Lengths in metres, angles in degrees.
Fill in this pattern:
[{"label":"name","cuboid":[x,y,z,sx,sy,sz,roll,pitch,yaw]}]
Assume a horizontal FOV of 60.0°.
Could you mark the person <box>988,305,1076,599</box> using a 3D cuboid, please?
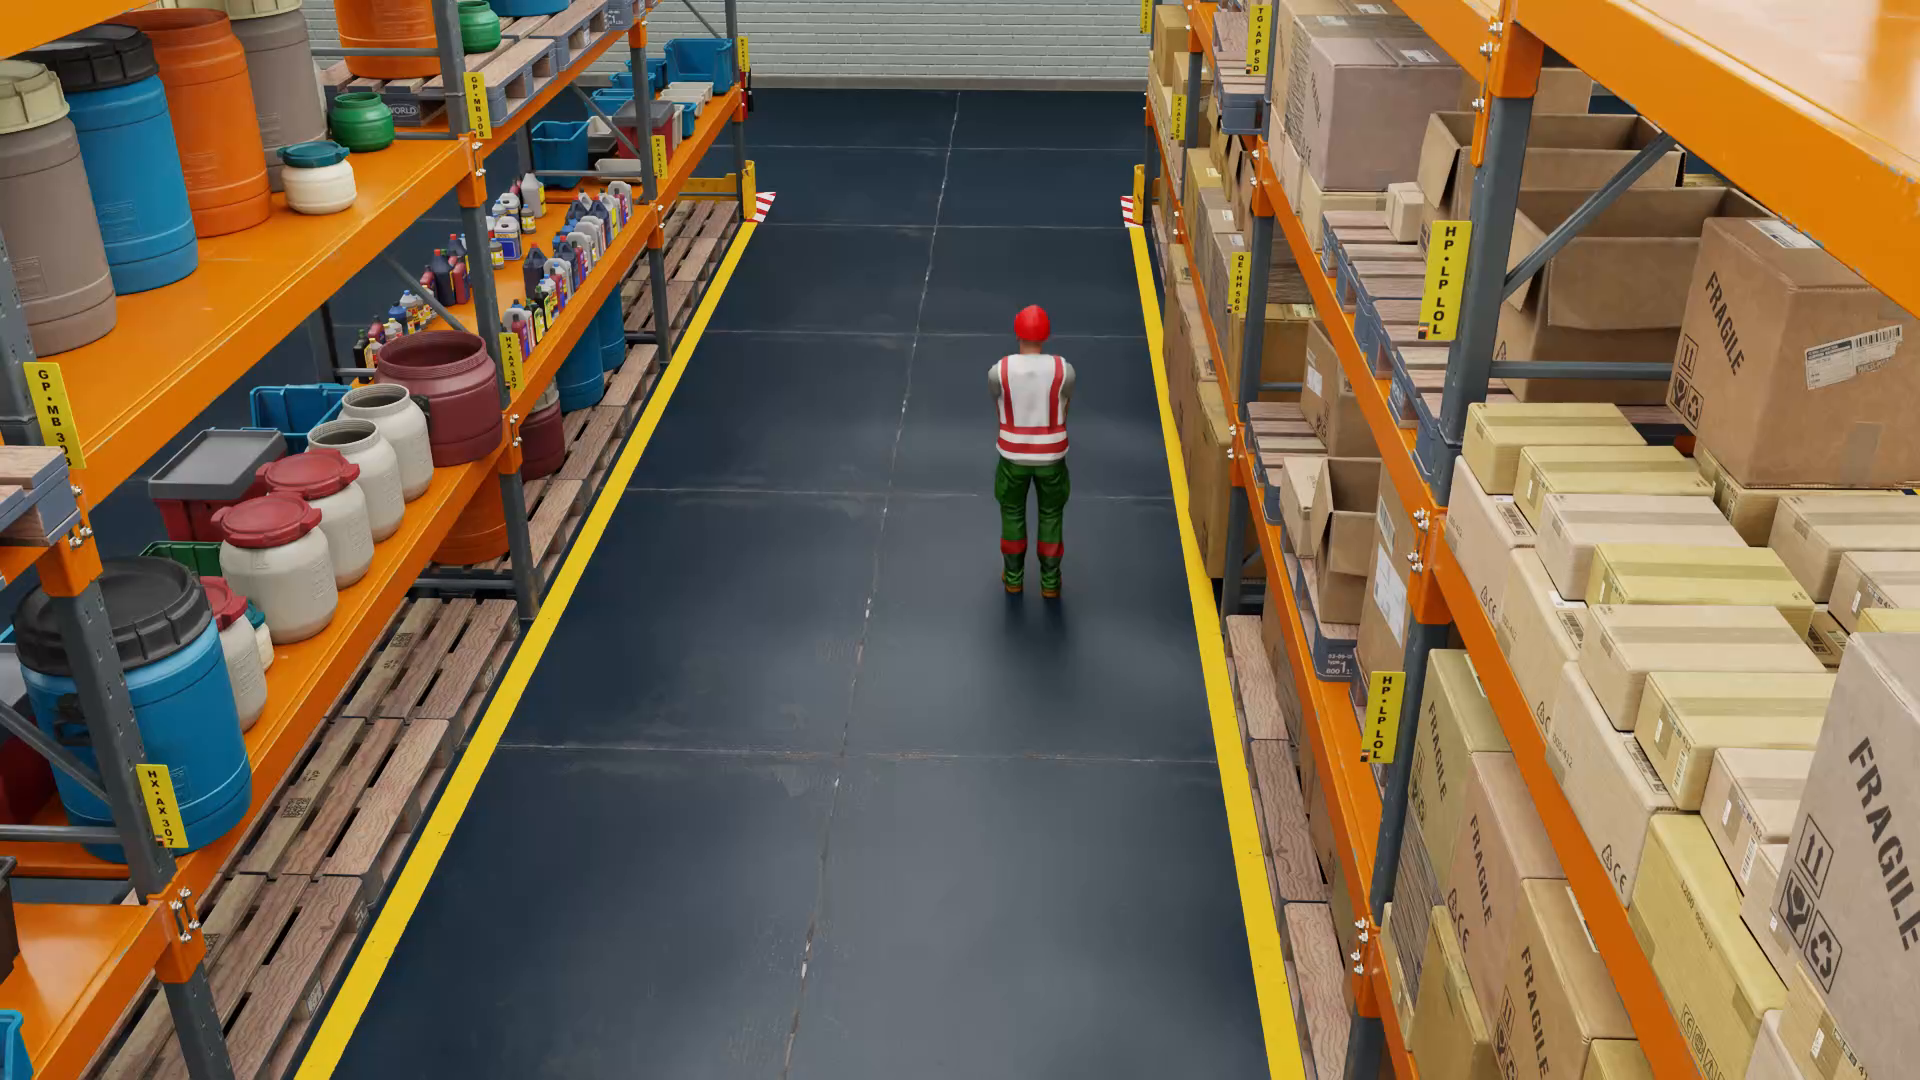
[{"label":"person","cuboid":[0.406,-0.540,9.623,0.495,1.787,0.553,1,28,1]}]
